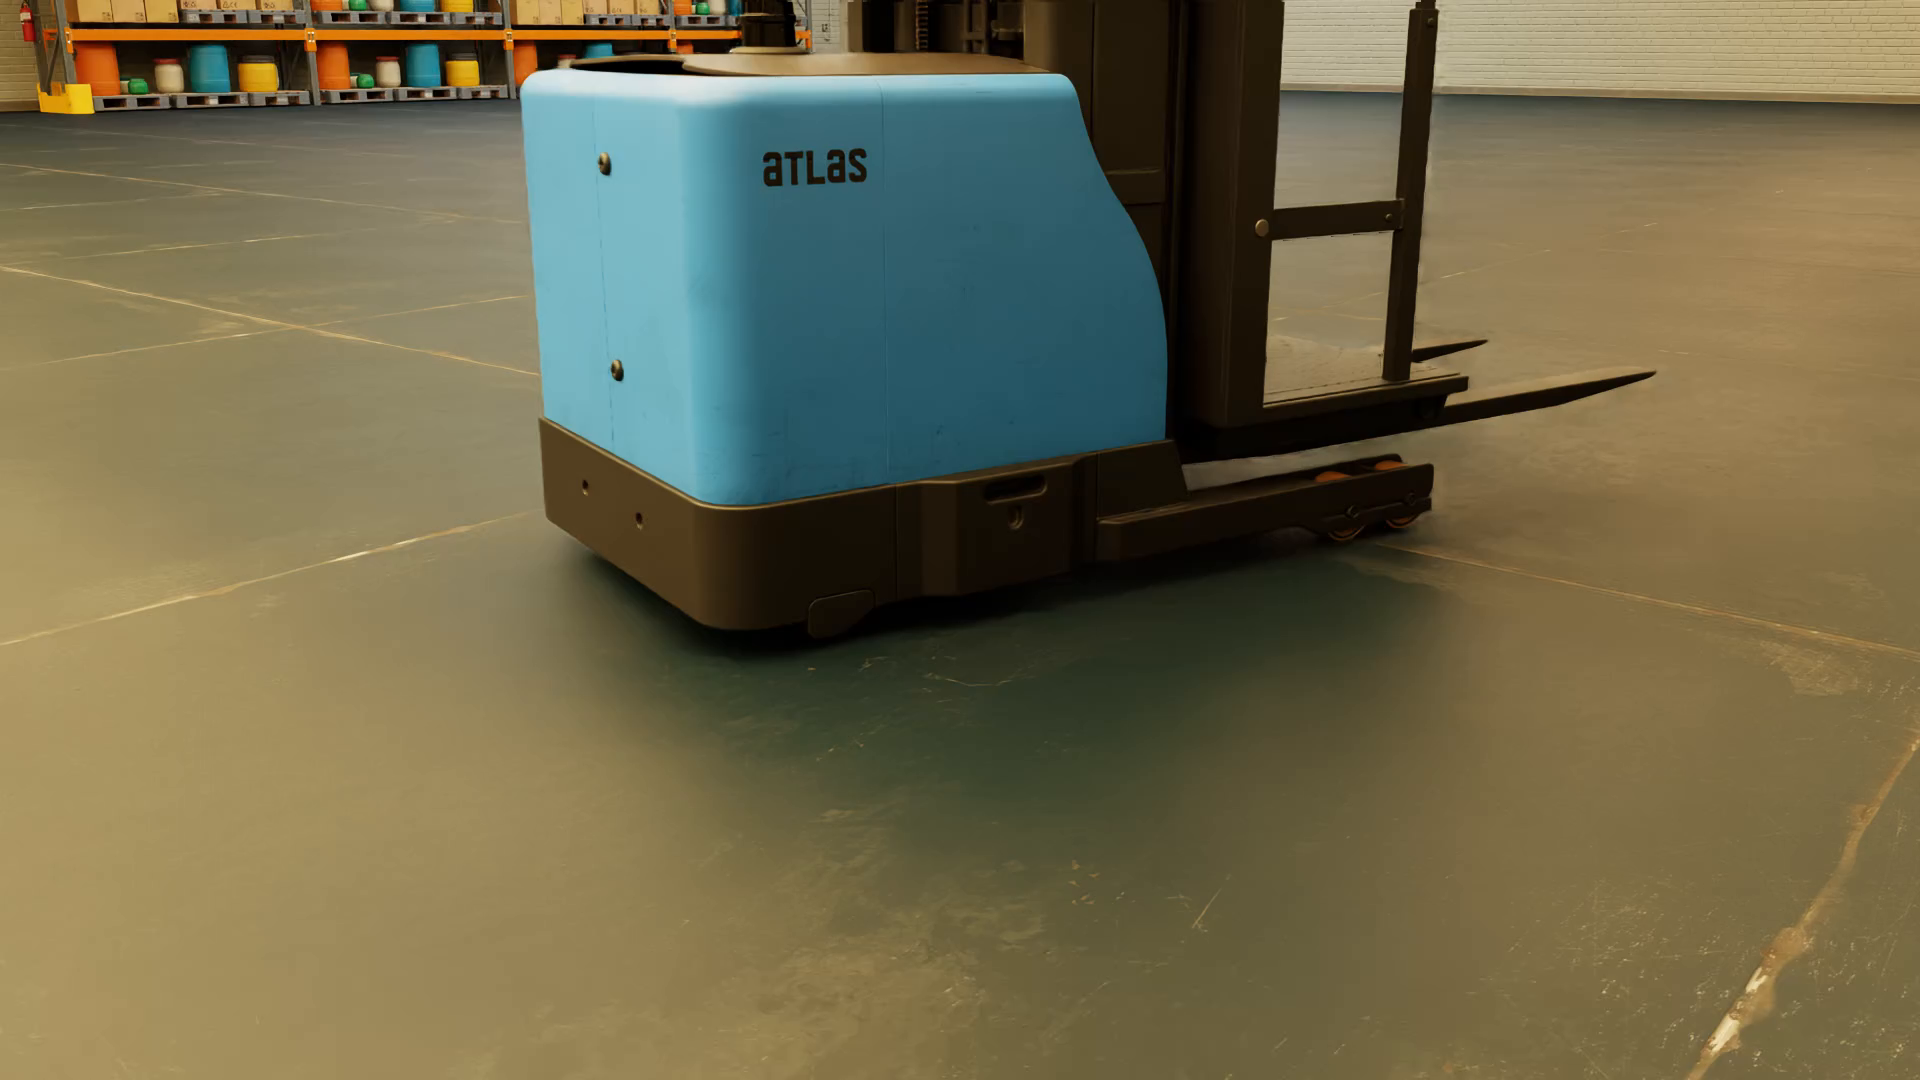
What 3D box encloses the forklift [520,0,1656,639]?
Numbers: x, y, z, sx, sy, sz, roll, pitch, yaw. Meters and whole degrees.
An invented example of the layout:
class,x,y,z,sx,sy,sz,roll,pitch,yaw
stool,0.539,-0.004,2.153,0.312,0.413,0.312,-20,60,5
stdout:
class,x,y,z,sx,sy,sz,roll,pitch,yaw
forklift,0.546,-1.516,3.891,3.031,2.935,1.130,-11,20,-31
